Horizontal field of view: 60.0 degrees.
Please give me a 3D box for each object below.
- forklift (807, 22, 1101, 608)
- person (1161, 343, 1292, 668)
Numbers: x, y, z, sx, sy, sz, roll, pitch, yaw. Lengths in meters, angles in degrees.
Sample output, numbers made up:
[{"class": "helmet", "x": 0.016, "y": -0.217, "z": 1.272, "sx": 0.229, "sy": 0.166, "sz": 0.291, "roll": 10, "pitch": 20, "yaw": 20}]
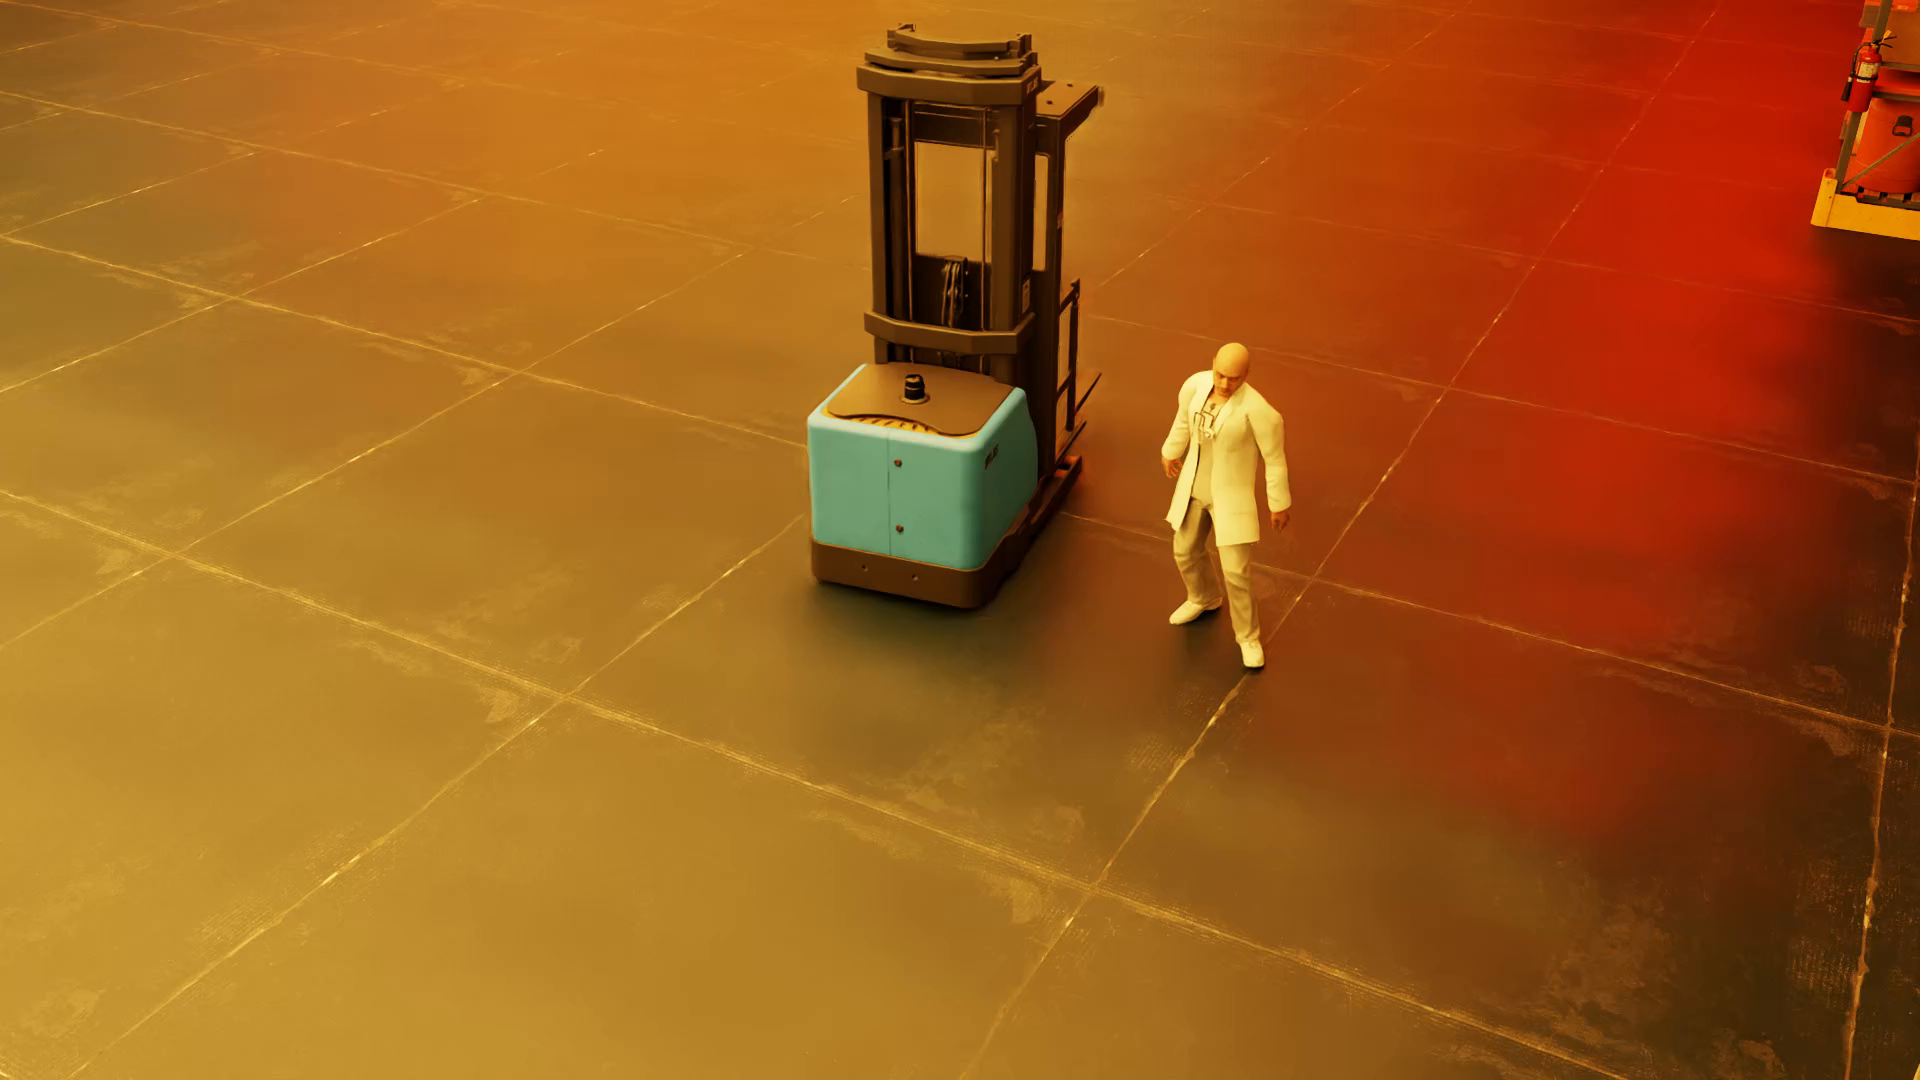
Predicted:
[{"class": "forklift", "x": 0.139, "y": -1.615, "z": 9.869, "sx": 1.130, "sy": 2.935, "sz": 3.031, "roll": 11, "pitch": 32, "yaw": 18}, {"class": "person", "x": 1.382, "y": -0.258, "z": 8.742, "sx": 0.482, "sy": 1.749, "sz": 0.911, "roll": -25, "pitch": 38, "yaw": -36}]
